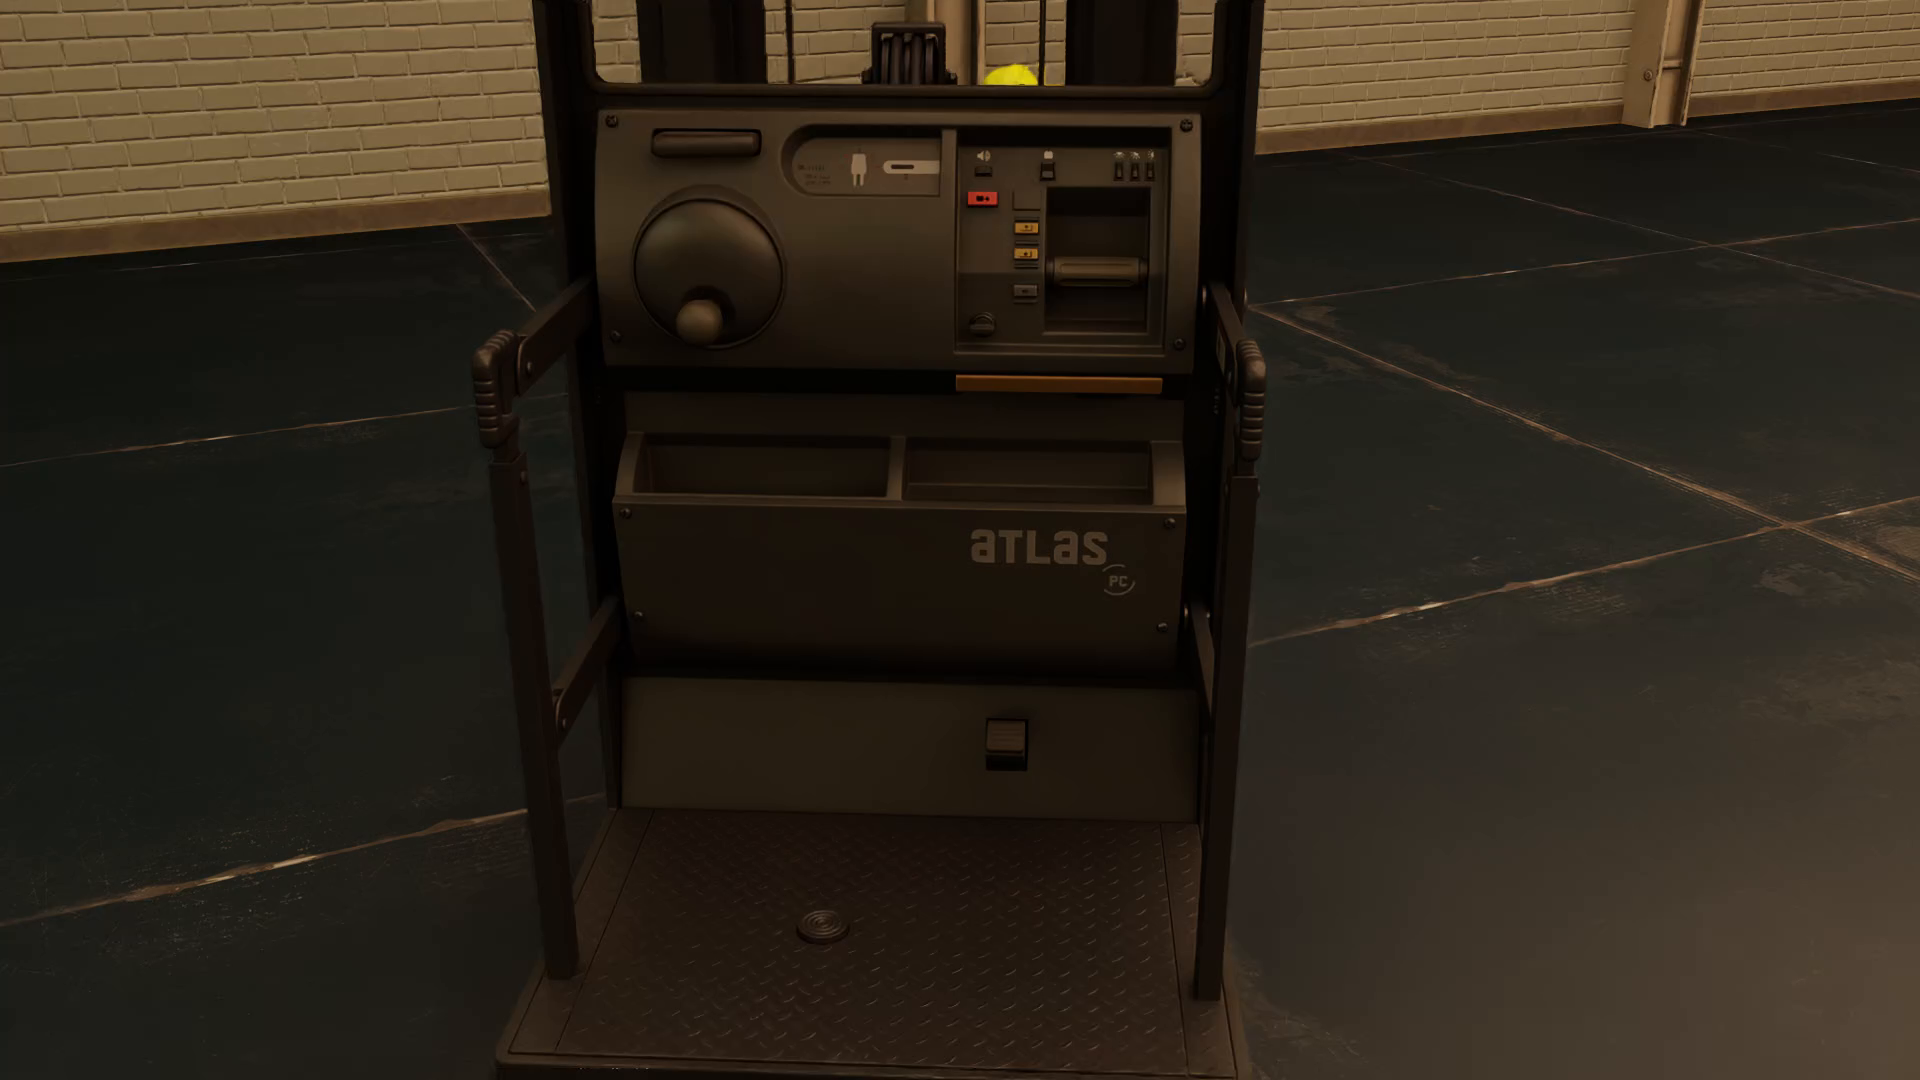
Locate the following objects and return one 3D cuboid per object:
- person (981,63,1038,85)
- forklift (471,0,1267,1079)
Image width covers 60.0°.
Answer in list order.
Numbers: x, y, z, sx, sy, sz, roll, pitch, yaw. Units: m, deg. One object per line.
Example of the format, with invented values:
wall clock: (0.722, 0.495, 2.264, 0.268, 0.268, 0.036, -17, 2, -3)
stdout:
person: (-0.069, -0.666, 4.893, 1.429, 1.432, 0.727, 12, 26, 27)
forklift: (-0.107, -0.449, 2.367, 1.130, 2.935, 3.031, 1, 23, 3)
